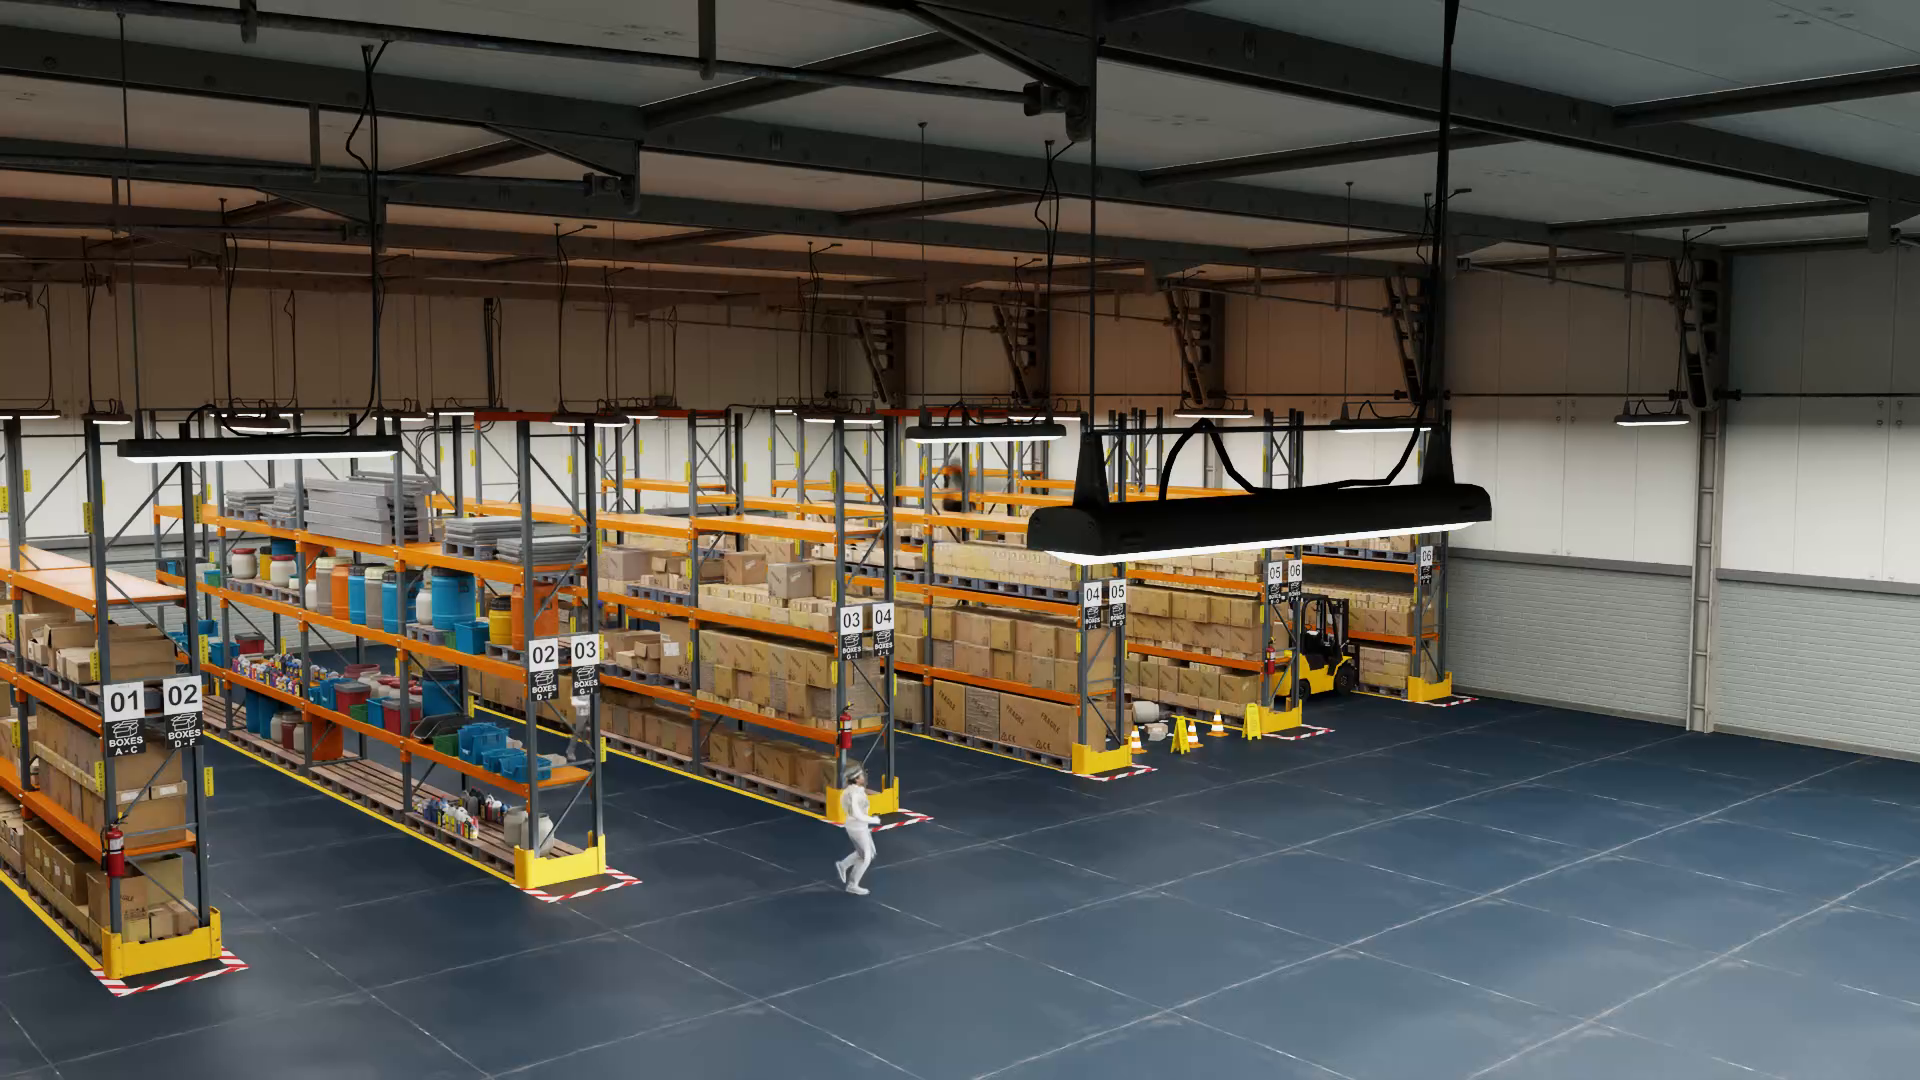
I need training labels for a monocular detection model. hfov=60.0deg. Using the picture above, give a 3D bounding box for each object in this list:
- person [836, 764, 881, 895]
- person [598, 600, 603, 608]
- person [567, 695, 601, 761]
[{"bbox_3d":[-1.288,3.656,21.073,0.561,1.665,0.658,-1,5,-10],"label":"person"},{"bbox_3d":[-8.981,1.931,41.032,0.574,1.587,0.595,-3,6,-27],"label":"person"},{"bbox_3d":[-6.378,3.003,28.337,0.622,1.740,0.878,-4,6,-36],"label":"person"}]
